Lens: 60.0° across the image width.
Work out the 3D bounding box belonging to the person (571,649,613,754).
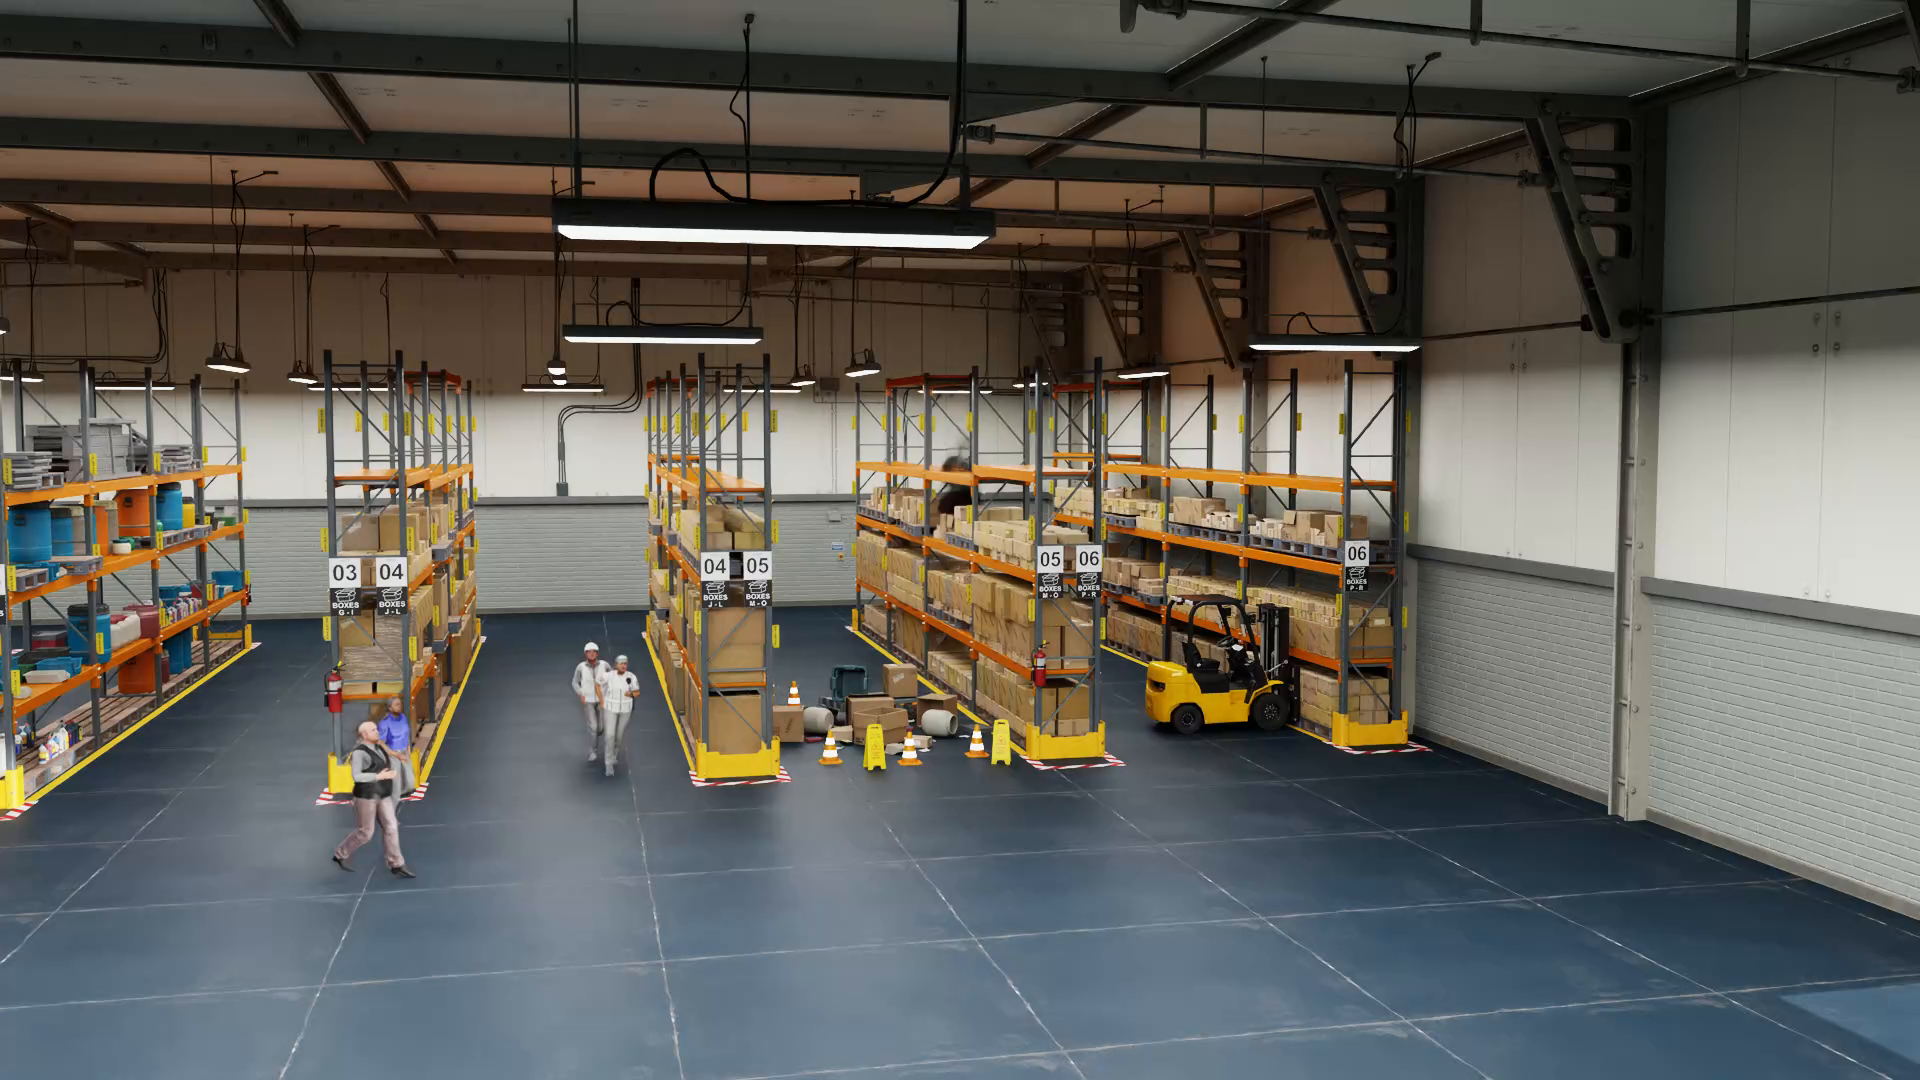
[{"bbox_3d":[-5.497,2.393,24.995,0.668,1.636,0.611,-1,4,-19],"label":"person"}]

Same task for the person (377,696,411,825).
[{"bbox_3d":[-7.079,2.761,20.874,0.607,1.624,0.607,2,4,25],"label":"person"}]

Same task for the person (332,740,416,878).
[{"bbox_3d":[-6.453,2.949,18.257,0.949,1.525,0.657,1,4,14],"label":"person"}]

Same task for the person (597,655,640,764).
[{"bbox_3d":[-4.948,2.429,24.124,0.579,1.547,0.712,-2,4,-23],"label":"person"}]
